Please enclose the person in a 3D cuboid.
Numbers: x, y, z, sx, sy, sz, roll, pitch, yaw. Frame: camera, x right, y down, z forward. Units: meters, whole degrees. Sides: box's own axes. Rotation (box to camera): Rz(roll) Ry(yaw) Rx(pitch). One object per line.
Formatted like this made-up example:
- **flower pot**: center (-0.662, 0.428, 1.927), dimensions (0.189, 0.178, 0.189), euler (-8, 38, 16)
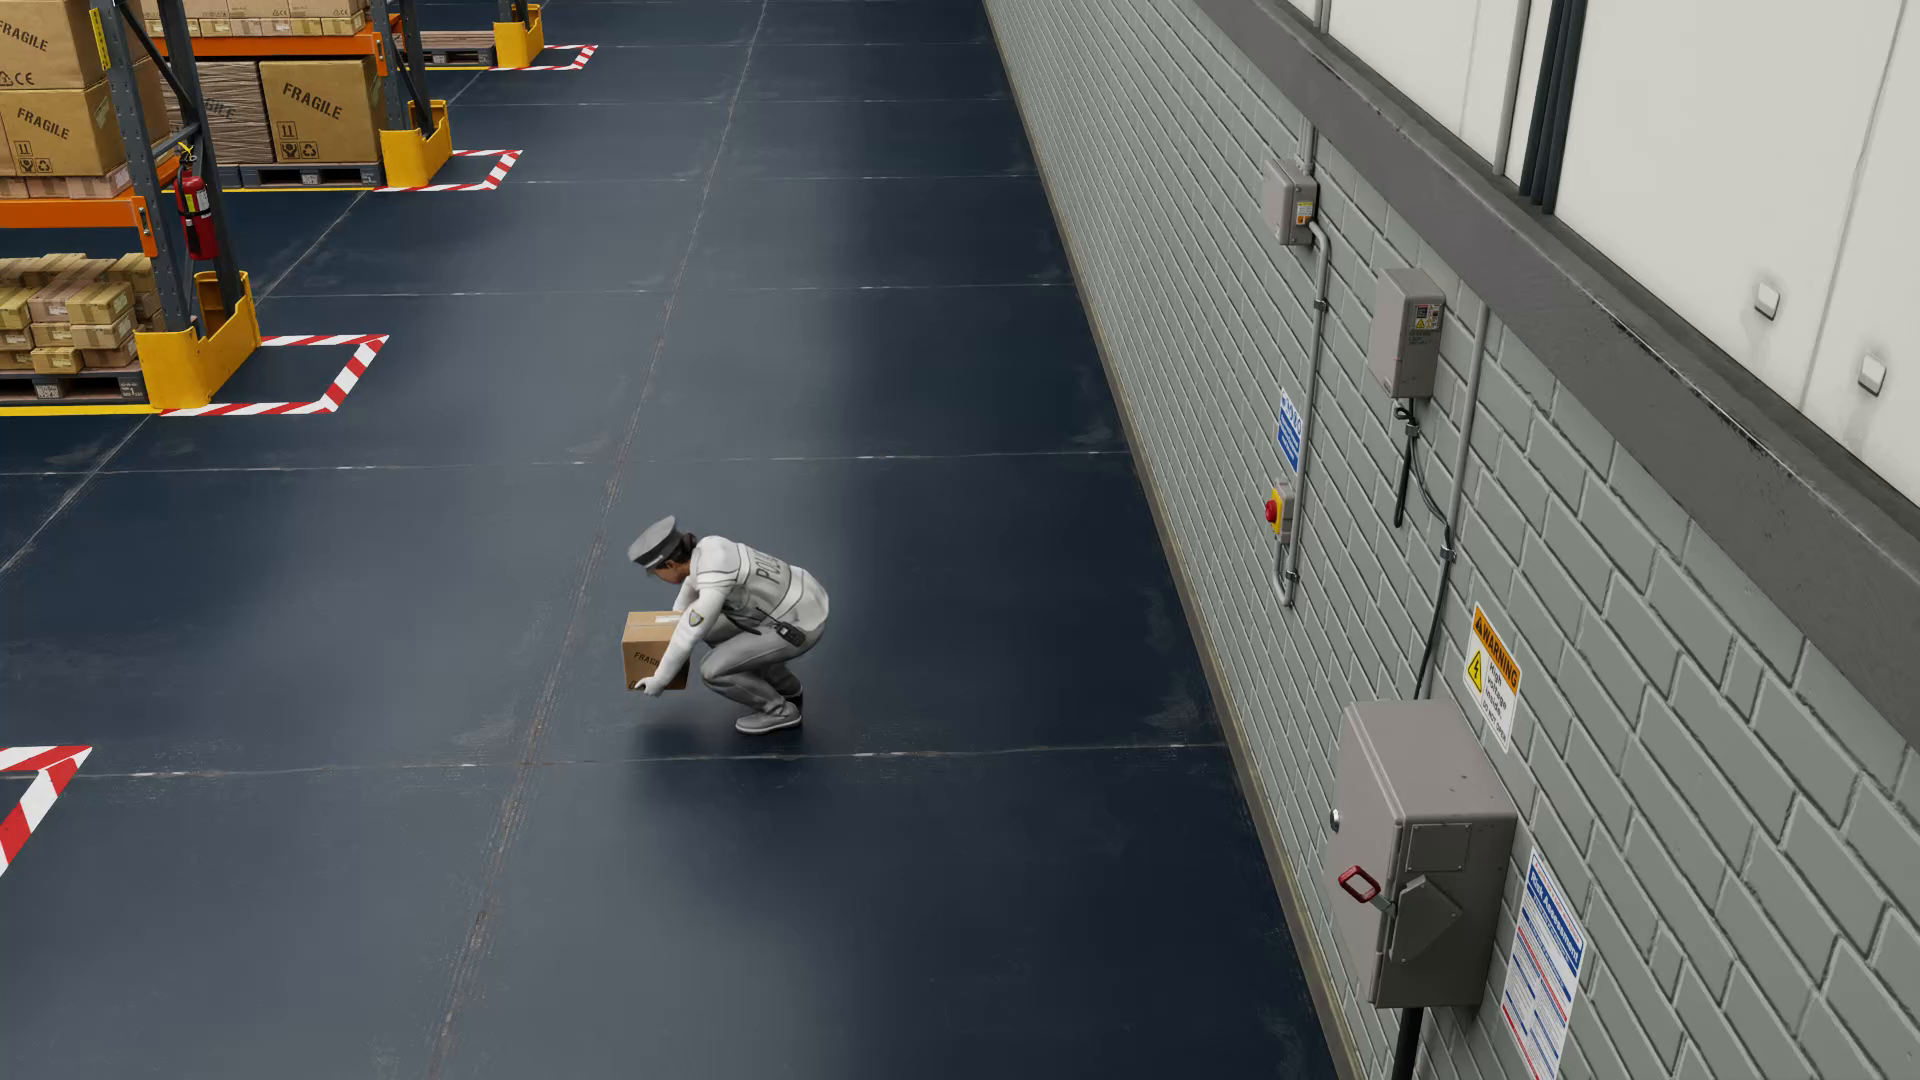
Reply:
- **person**: center (-0.981, 0.336, 7.123), dimensions (0.841, 0.982, 0.462), euler (-2, 28, -4)
